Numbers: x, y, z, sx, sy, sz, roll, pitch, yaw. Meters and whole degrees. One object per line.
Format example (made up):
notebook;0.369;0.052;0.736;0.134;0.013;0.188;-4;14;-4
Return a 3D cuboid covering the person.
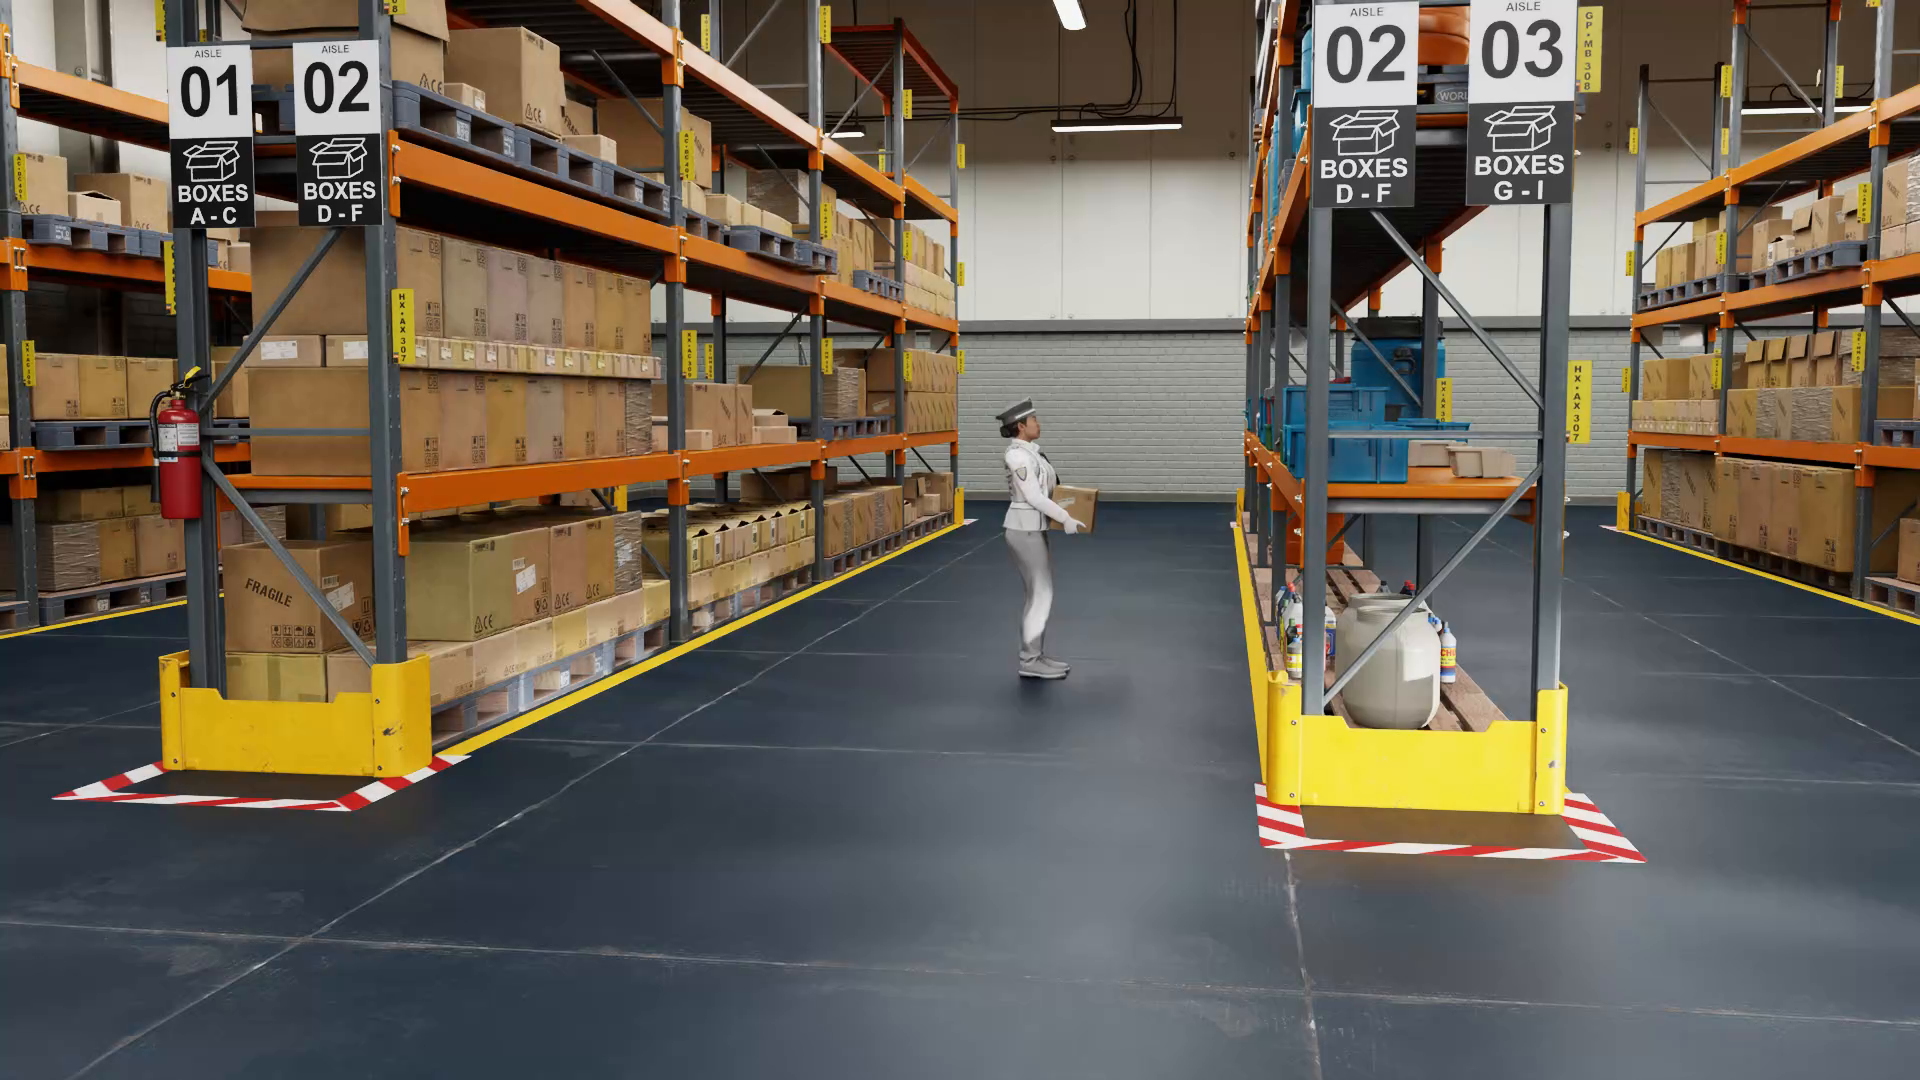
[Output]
person;0.489;-0.024;10.034;0.562;1.687;0.461;1;5;9
